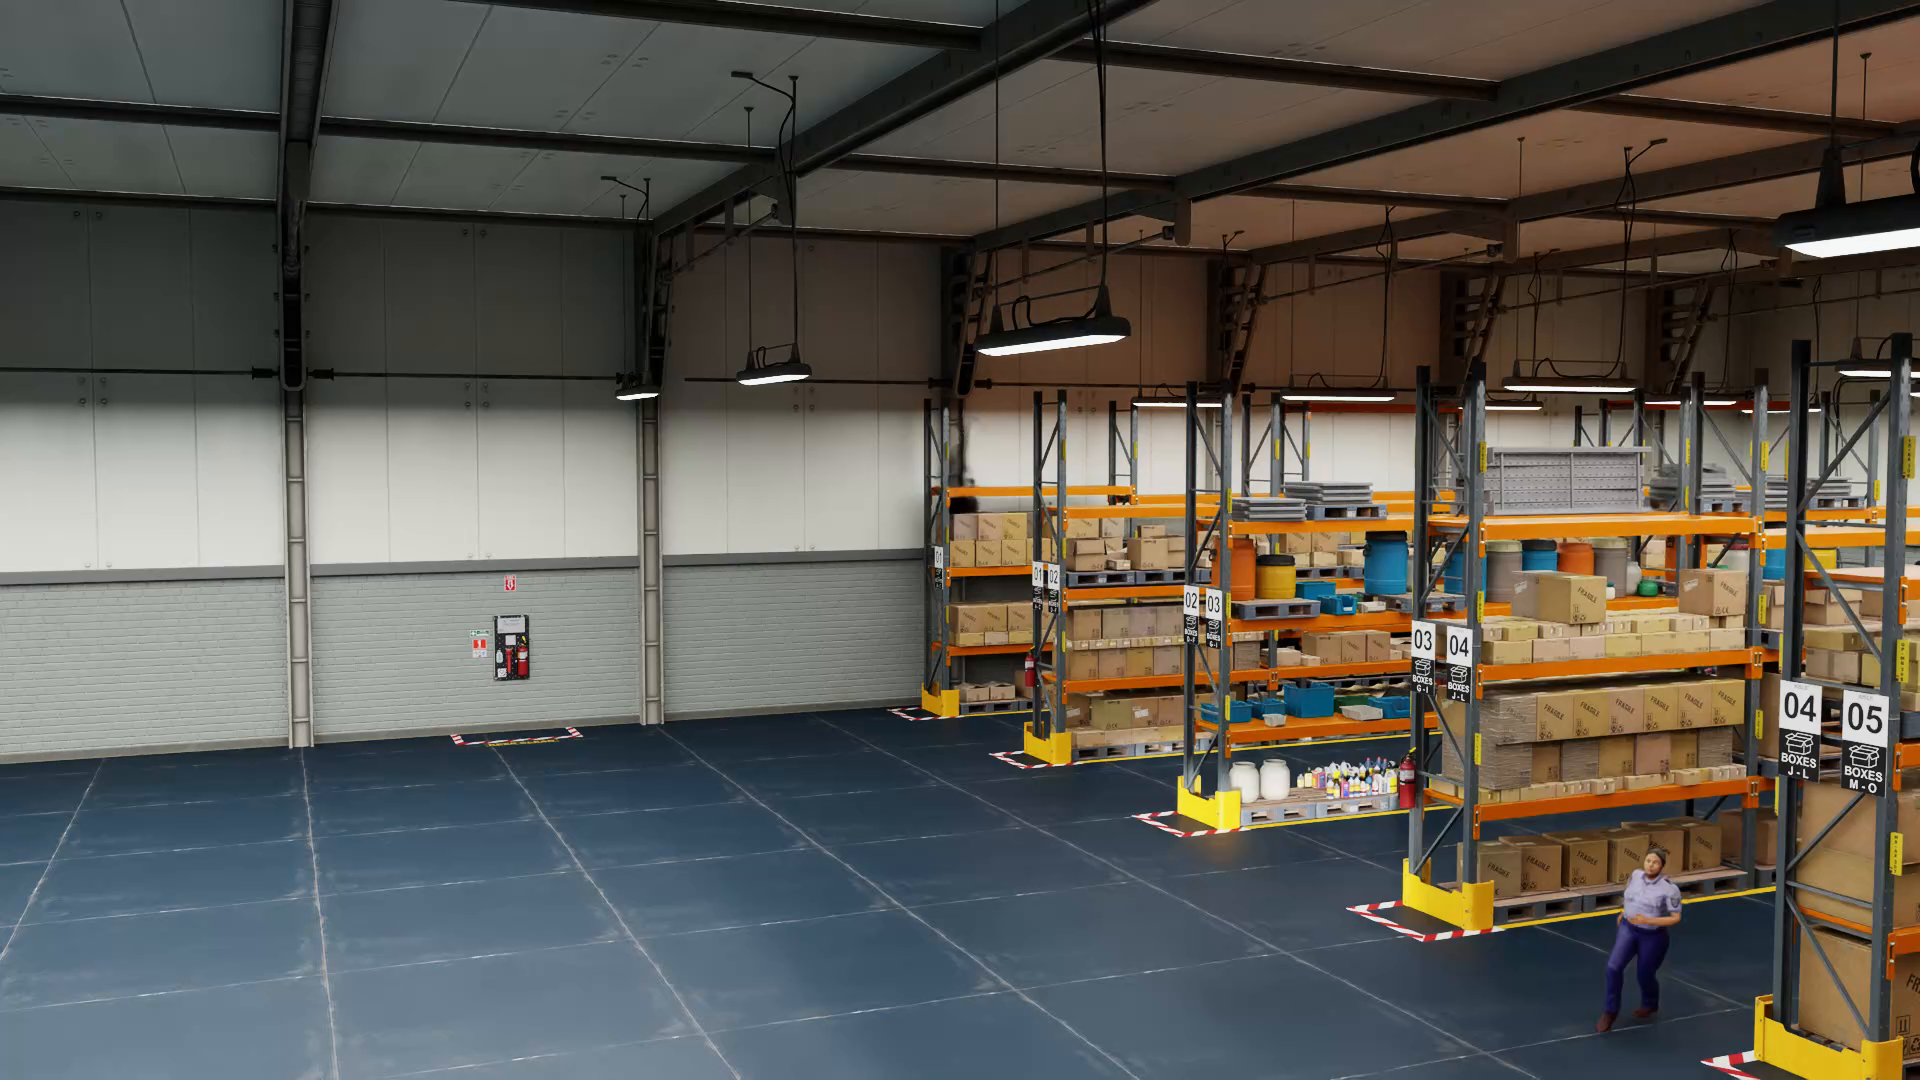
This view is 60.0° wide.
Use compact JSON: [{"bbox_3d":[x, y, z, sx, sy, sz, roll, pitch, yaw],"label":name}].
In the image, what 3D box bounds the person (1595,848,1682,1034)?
[{"bbox_3d":[6.024,3.501,14.574,0.772,1.642,0.620,-3,5,-42],"label":"person"}]
